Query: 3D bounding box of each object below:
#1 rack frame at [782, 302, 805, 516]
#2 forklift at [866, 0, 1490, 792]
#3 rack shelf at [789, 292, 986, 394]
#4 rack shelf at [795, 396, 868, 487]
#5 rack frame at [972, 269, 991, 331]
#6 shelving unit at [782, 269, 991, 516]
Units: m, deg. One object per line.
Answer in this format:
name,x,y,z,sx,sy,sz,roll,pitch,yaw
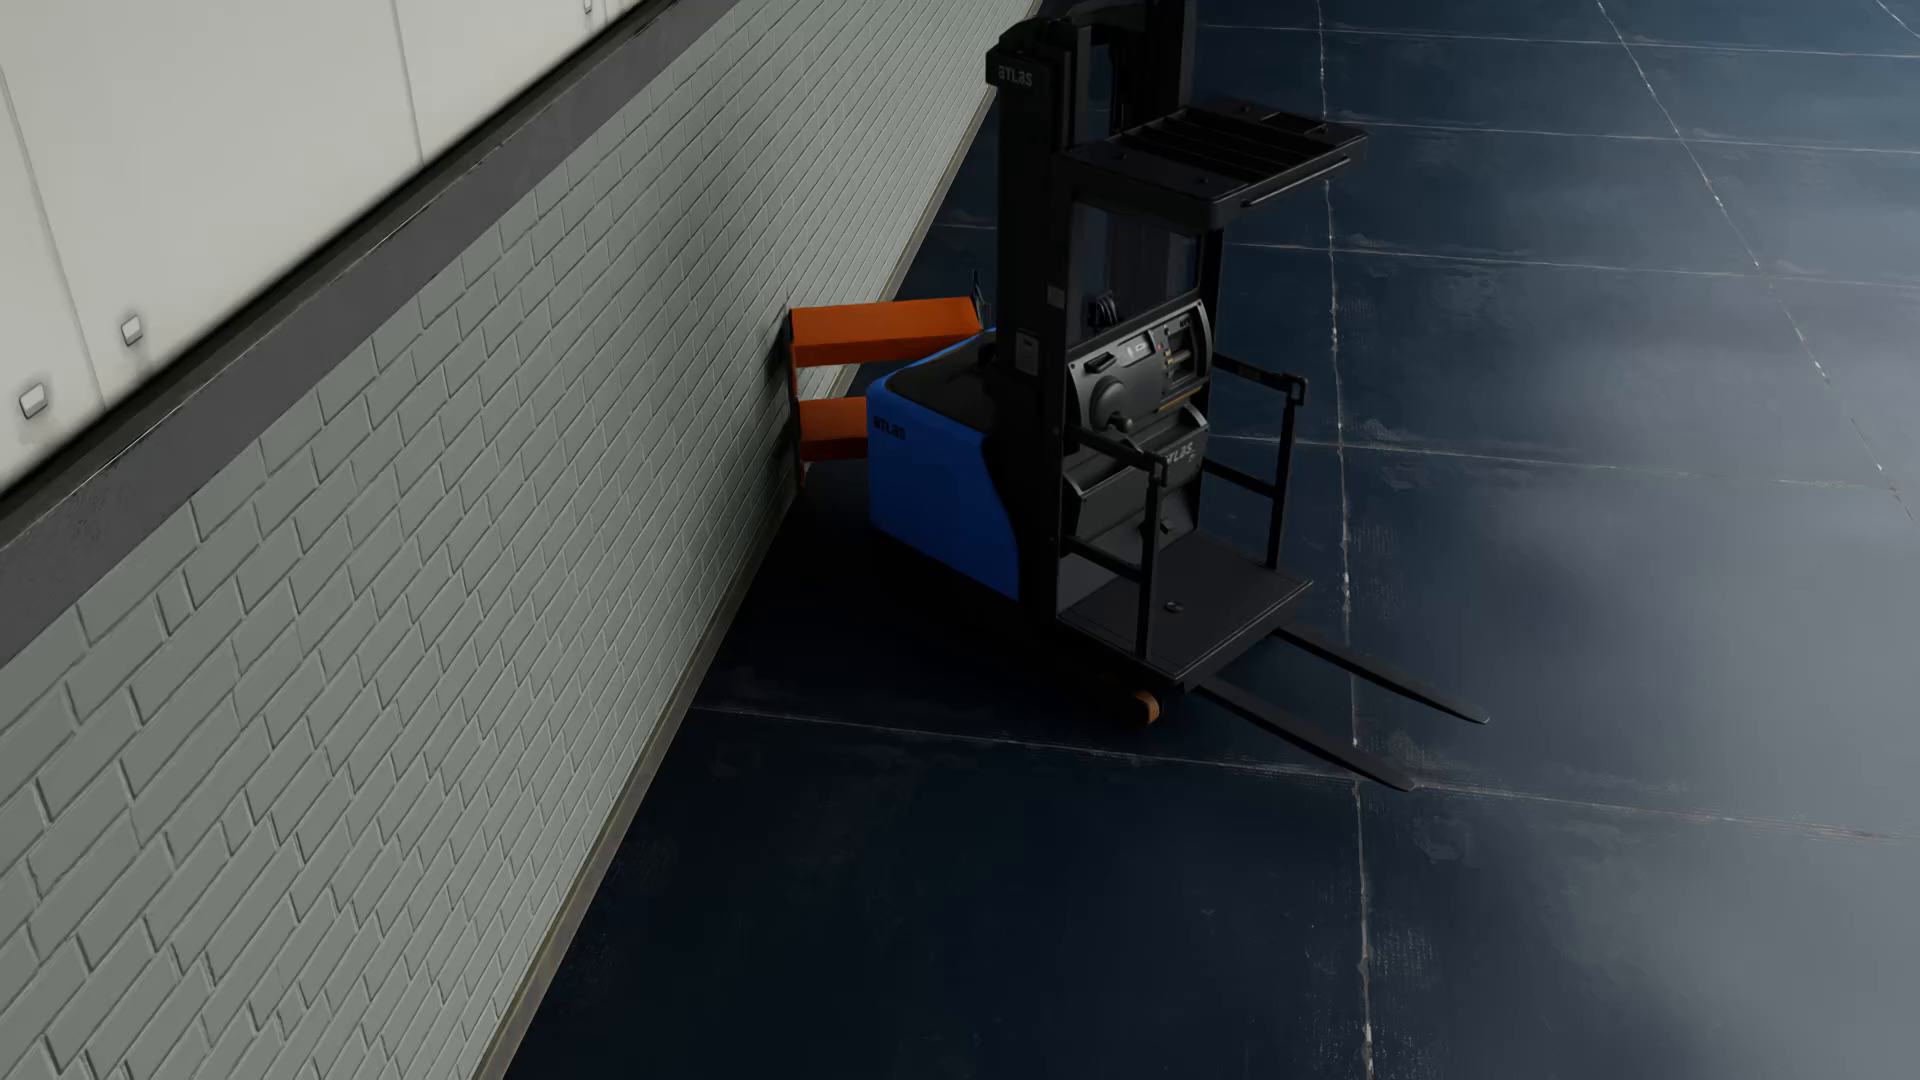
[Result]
rack frame,-0.884,-0.738,8.772,0.032,1.125,0.500,-5,30,-5
forklift,0.948,-0.720,7.138,3.031,2.935,1.130,27,41,36
rack shelf,-0.388,-1.034,8.672,1.000,0.278,0.538,-5,30,-5
rack shelf,-0.373,-0.569,8.940,1.000,0.278,0.538,-5,30,-5
rack frame,0.125,-0.824,8.864,0.032,1.125,0.500,-5,30,-5
shelving unit,-0.380,-0.781,8.818,1.048,1.125,0.538,-5,30,-5
